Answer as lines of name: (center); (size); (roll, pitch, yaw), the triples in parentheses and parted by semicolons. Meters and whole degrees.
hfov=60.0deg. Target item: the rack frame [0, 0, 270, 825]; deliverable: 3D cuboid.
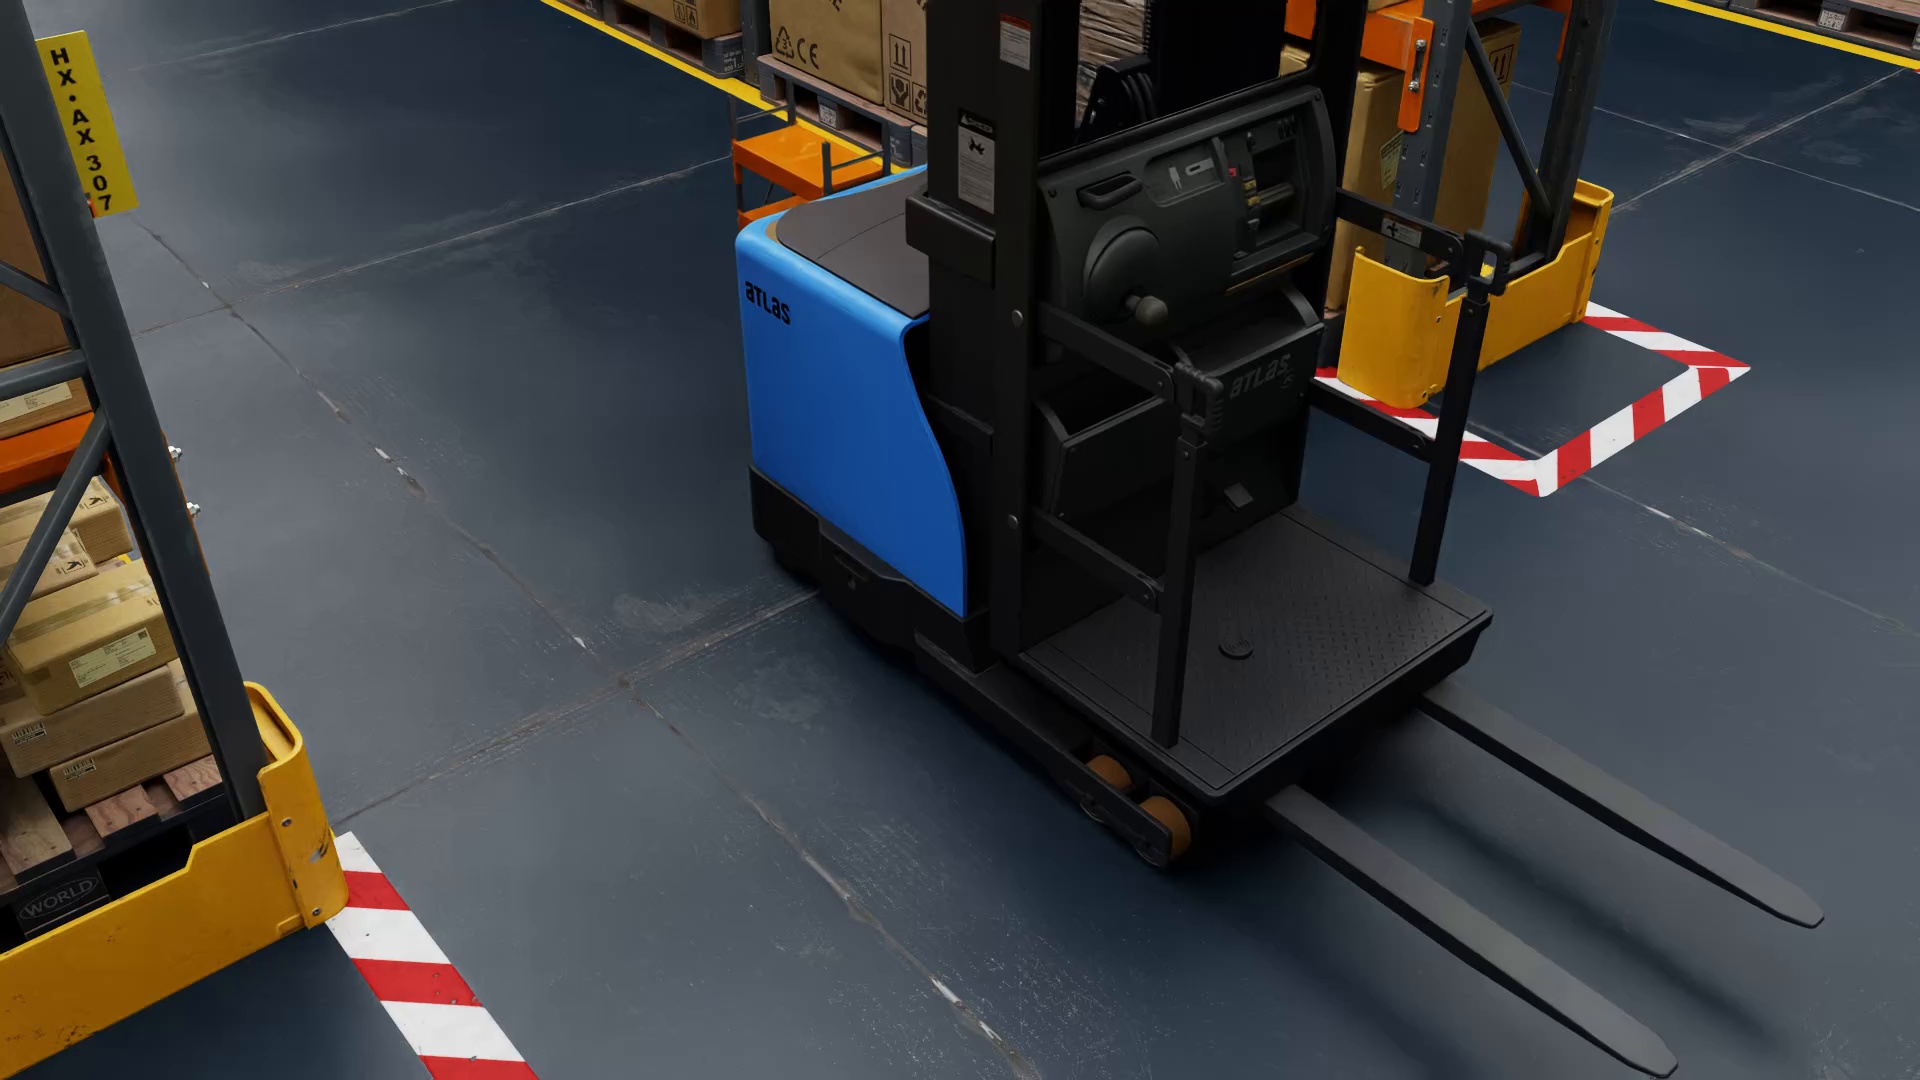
rack frame: (-1.959, -0.171, 2.896); (1.000, 3.000, 0.127); (-26, 43, -32)

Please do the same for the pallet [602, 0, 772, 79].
pallet: (-1.242, -2.917, 9.186); (1.003, 0.211, 1.213); (-26, 43, -32)

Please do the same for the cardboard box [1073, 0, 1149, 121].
cardboard box: (0.833, -1.935, 6.862); (0.875, 0.875, 0.875); (-26, 43, -32)

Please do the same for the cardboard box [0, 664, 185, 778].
cardboard box: (-2.101, 0.373, 3.974); (0.380, 0.149, 0.250); (-24, 42, -30)

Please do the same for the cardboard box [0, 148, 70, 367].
cardboard box: (-2.038, -0.634, 3.206); (0.500, 0.500, 0.500); (-24, 42, -30)

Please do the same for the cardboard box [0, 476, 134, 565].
cardboard box: (-2.373, -0.015, 4.265); (0.380, 0.149, 0.250); (-26, 43, -32)

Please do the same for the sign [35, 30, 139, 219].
sign: (-1.545, -0.726, 2.931); (0.100, 0.325, 0.005); (-26, 43, -32)

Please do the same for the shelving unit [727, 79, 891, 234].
shelving unit: (-0.461, -0.803, 5.346); (0.258, 1.200, 0.503); (-26, 43, -32)

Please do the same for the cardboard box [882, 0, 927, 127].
cardboard box: (0.259, -2.328, 7.416); (0.875, 0.875, 0.875); (-26, 43, -32)

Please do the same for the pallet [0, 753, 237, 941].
pallet: (-2.506, 0.562, 4.274); (1.003, 0.211, 1.213); (-26, 43, -32)

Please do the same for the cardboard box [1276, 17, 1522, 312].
cardboard box: (1.421, -1.533, 6.294); (0.875, 0.875, 0.875); (-26, 43, -32)

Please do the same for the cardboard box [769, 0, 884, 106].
cardboard box: (-0.322, -2.725, 7.978); (0.875, 0.875, 0.875); (-26, 43, -32)

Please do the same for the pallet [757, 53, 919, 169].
pallet: (-0.256, -2.239, 8.229); (1.003, 0.211, 1.213); (-26, 43, -32)

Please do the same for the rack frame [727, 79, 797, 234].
rack frame: (-0.618, -0.911, 5.498); (0.240, 1.200, 0.015); (-26, 43, -32)

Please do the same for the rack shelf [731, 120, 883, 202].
rack shelf: (-0.461, -1.124, 5.119); (0.258, 0.148, 0.480); (-26, 43, -32)

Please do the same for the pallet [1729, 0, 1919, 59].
pallet: (5.176, -3.064, 9.394); (1.003, 0.211, 1.213); (-26, 43, -32)

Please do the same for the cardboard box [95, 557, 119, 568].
cardboard box: (-2.531, 0.125, 4.582); (0.380, 0.149, 0.250); (-25, 43, -31)

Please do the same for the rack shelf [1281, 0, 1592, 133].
rack shelf: (0.604, -2.565, 6.900); (1.077, 0.370, 4.000); (-26, 43, -32)

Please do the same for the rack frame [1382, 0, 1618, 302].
rack frame: (1.895, -1.976, 5.445); (1.000, 3.000, 0.127); (-26, 43, -32)

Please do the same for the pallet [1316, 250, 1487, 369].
pallet: (1.319, -1.162, 6.708); (1.003, 0.211, 1.213); (-26, 43, -32)

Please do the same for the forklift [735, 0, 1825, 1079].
forklift: (0.690, -0.725, 3.738); (1.130, 2.935, 3.031); (-26, 43, -32)

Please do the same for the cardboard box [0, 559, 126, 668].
cardboard box: (-2.235, 0.231, 4.175); (0.380, 0.149, 0.250); (-26, 43, -32)

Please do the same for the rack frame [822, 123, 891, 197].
rack frame: (-0.303, -0.696, 5.194); (0.240, 1.200, 0.015); (-26, 43, -32)

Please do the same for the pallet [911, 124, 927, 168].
pallet: (0.536, -1.700, 7.468); (1.003, 0.211, 1.213); (-26, 43, -32)

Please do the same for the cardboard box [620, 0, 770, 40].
cardboard box: (-1.115, -3.321, 8.820); (1.225, 0.875, 0.875); (-26, 43, -32)

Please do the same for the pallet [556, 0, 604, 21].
pallet: (-2.034, -3.456, 9.947); (1.003, 0.211, 1.213); (-26, 43, -32)

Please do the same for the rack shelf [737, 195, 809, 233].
rack shelf: (-0.461, -0.931, 5.256); (0.258, 0.148, 0.480); (-26, 43, -32)

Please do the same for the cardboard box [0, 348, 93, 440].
cardboard box: (-1.918, -0.333, 3.343); (0.380, 0.149, 0.250); (-26, 43, -32)

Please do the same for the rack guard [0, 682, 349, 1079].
rack guard: (-2.008, 0.816, 3.666); (1.175, 0.500, 0.348); (-26, 43, -32)

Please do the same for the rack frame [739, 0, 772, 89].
rack frame: (-0.687, -3.742, 7.938); (1.000, 3.000, 0.127); (-26, 43, -32)

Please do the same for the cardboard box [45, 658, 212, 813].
cardboard box: (-2.053, 0.471, 4.094); (0.380, 0.149, 0.250); (-25, 42, -31)

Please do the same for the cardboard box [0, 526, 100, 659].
cardboard box: (-2.308, 0.144, 4.040); (0.380, 0.149, 0.250); (-25, 42, -31)

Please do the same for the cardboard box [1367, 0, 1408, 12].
cardboard box: (1.413, -1.908, 5.566); (0.380, 0.149, 0.250); (-25, 42, -31)

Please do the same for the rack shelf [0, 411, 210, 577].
rack shelf: (-3.250, -0.760, 4.350); (1.077, 0.370, 4.000); (-26, 43, -32)

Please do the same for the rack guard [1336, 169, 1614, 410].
rack guard: (1.910, -0.945, 6.152); (1.175, 0.500, 0.348); (-26, 43, -32)

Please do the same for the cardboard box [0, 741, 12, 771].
cardboard box: (-2.285, 0.386, 4.214); (0.380, 0.149, 0.250); (-26, 43, -32)

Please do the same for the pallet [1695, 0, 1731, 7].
pallet: (4.393, -3.602, 10.154); (1.003, 0.211, 1.213); (-26, 43, -32)

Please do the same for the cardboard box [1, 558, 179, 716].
cardboard box: (-2.038, 0.220, 3.932); (0.380, 0.149, 0.250); (-28, 44, -34)
